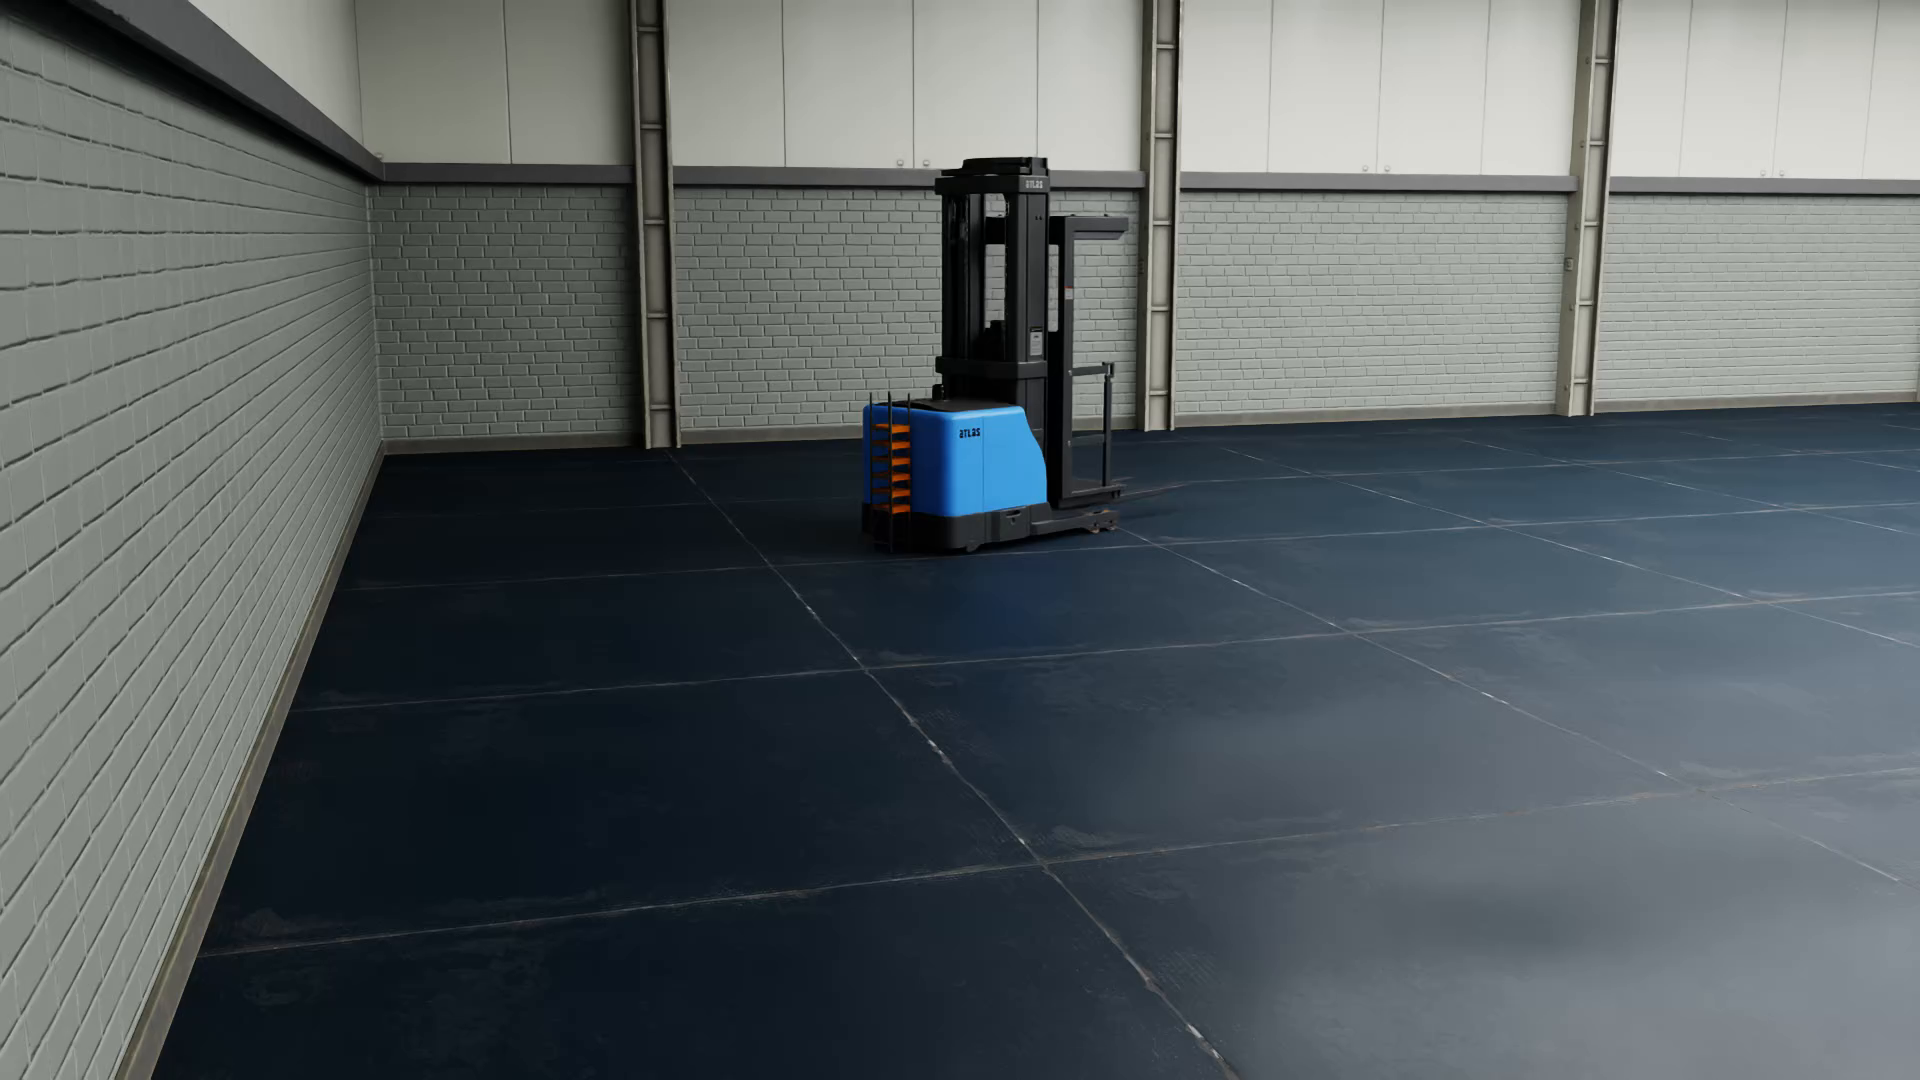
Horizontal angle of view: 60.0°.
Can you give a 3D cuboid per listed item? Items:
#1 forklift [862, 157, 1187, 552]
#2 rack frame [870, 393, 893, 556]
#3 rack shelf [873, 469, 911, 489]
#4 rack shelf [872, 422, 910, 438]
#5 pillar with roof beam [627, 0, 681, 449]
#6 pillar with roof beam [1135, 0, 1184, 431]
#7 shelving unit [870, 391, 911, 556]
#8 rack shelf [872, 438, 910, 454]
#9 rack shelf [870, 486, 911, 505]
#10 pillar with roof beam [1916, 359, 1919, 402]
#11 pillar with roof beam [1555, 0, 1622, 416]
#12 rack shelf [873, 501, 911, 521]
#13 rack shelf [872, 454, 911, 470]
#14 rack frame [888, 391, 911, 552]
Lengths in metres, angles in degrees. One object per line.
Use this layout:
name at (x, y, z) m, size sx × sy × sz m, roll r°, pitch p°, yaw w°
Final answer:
forklift at (0.648, -1.554, 13.391) m, size 3.031 × 2.935 × 1.130 m, roll -10°, pitch 14°, yaw -43°
rack frame at (-0.588, -0.489, 12.391) m, size 0.006 × 1.200 × 0.240 m, roll -10°, pitch 14°, yaw -43°
rack shelf at (-0.522, -0.457, 12.462) m, size 0.180 × 0.103 × 0.258 m, roll -10°, pitch 14°, yaw -43°
rack shelf at (-0.522, -0.811, 12.396) m, size 0.180 × 0.103 × 0.258 m, roll -10°, pitch 14°, yaw -43°
pillar with roof beam at (-2.166, -4.735, 13.910) m, size 0.400 × 9.000 × 9.100 m, roll -3°, pitch 11°, yaw -16°
pillar with roof beam at (3.595, -5.038, 15.560) m, size 0.400 × 9.000 × 9.100 m, roll -3°, pitch 11°, yaw -16°
shelving unit at (-0.522, -0.501, 12.454) m, size 0.189 × 1.200 × 0.258 m, roll -10°, pitch 14°, yaw -43°
rack shelf at (-0.522, -0.693, 12.418) m, size 0.180 × 0.103 × 0.258 m, roll -10°, pitch 14°, yaw -43°
rack shelf at (-0.522, -0.339, 12.483) m, size 0.180 × 0.103 × 0.258 m, roll -10°, pitch 14°, yaw -43°
pillar with roof beam at (15.117, -5.646, 18.858) m, size 0.400 × 9.000 × 9.100 m, roll -3°, pitch 11°, yaw -16°
pillar with roof beam at (9.356, -5.342, 17.209) m, size 0.400 × 9.000 × 9.100 m, roll -3°, pitch 11°, yaw -16°
rack shelf at (-0.522, -0.221, 12.505) m, size 0.180 × 0.103 × 0.258 m, roll -10°, pitch 14°, yaw -43°
rack shelf at (-0.522, -0.575, 12.440) m, size 0.180 × 0.103 × 0.258 m, roll -10°, pitch 14°, yaw -43°
rack frame at (-0.456, -0.512, 12.516) m, size 0.006 × 1.200 × 0.240 m, roll -10°, pitch 14°, yaw -43°
